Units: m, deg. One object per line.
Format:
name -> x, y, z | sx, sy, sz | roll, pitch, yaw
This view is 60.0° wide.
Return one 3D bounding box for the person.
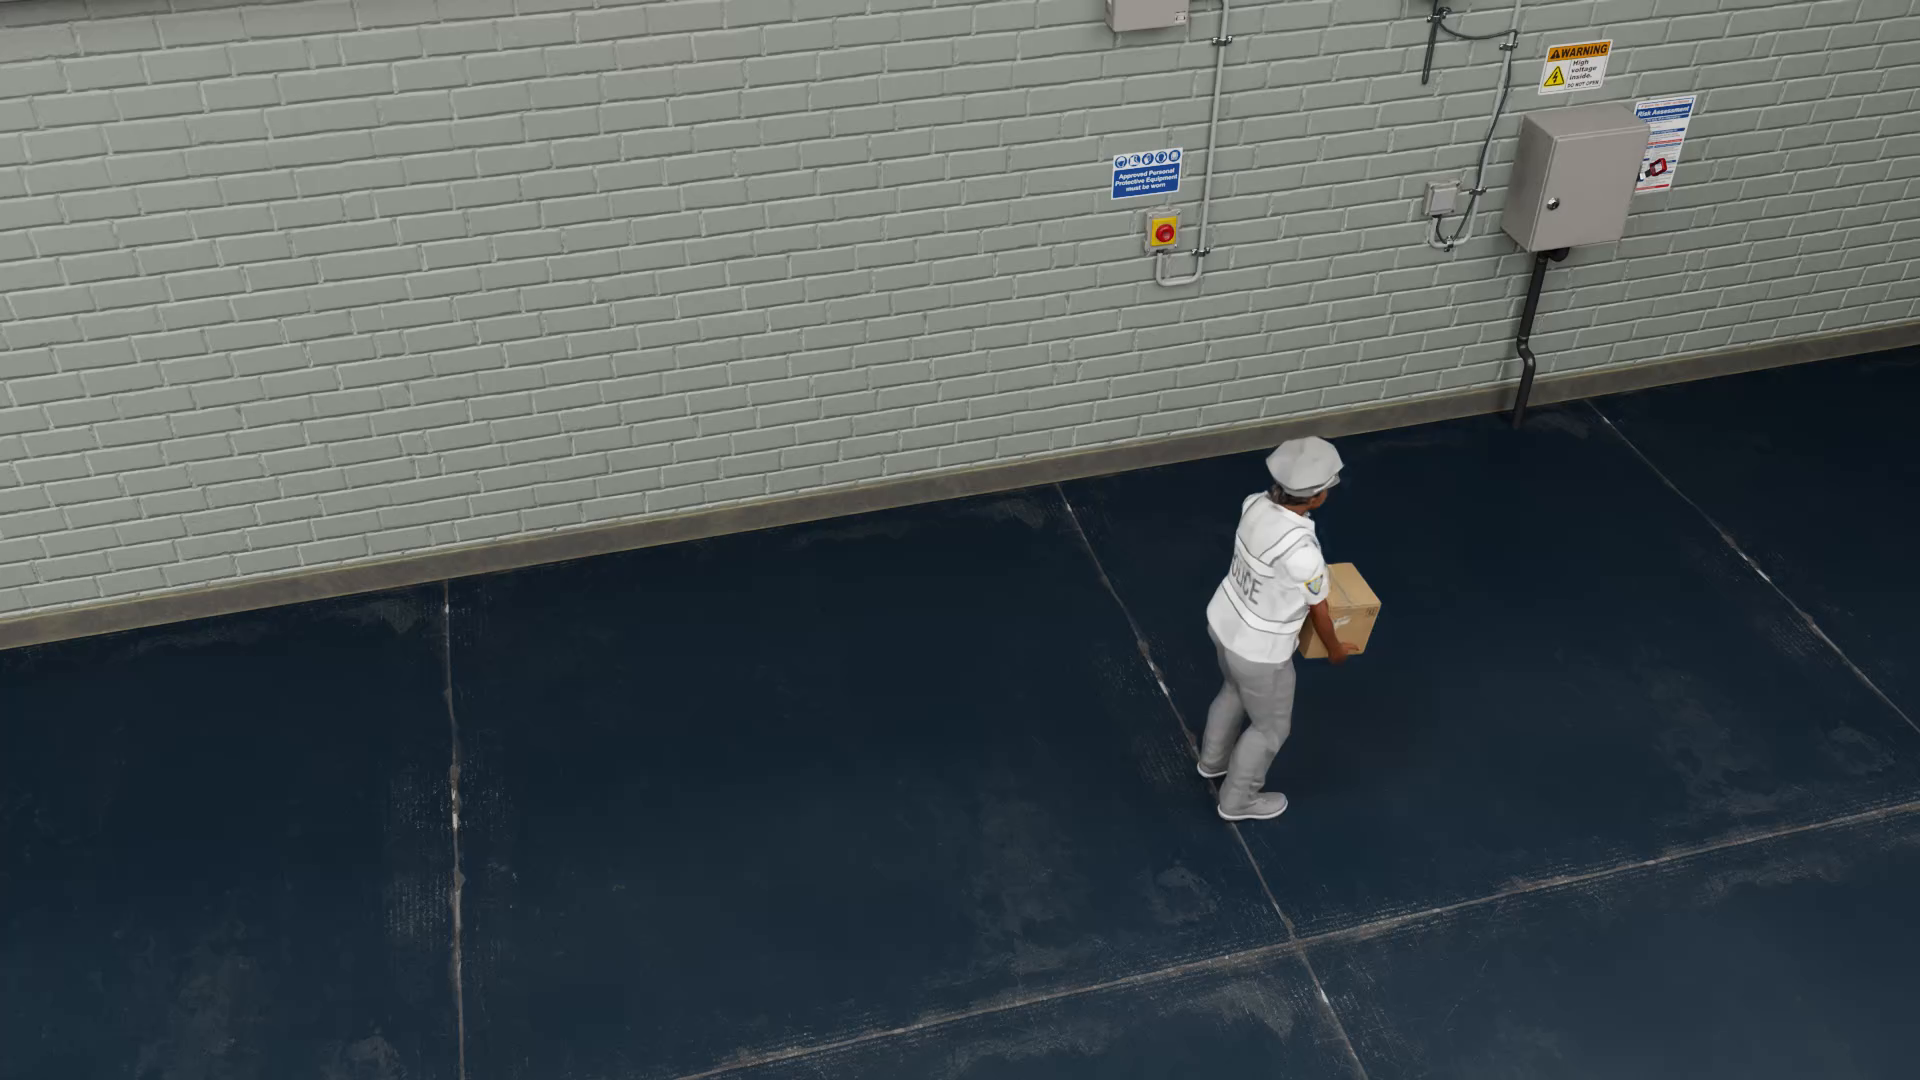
person -> 1.202, 0.348, 6.281 | 0.543, 1.664, 0.416 | -10, 40, -13
